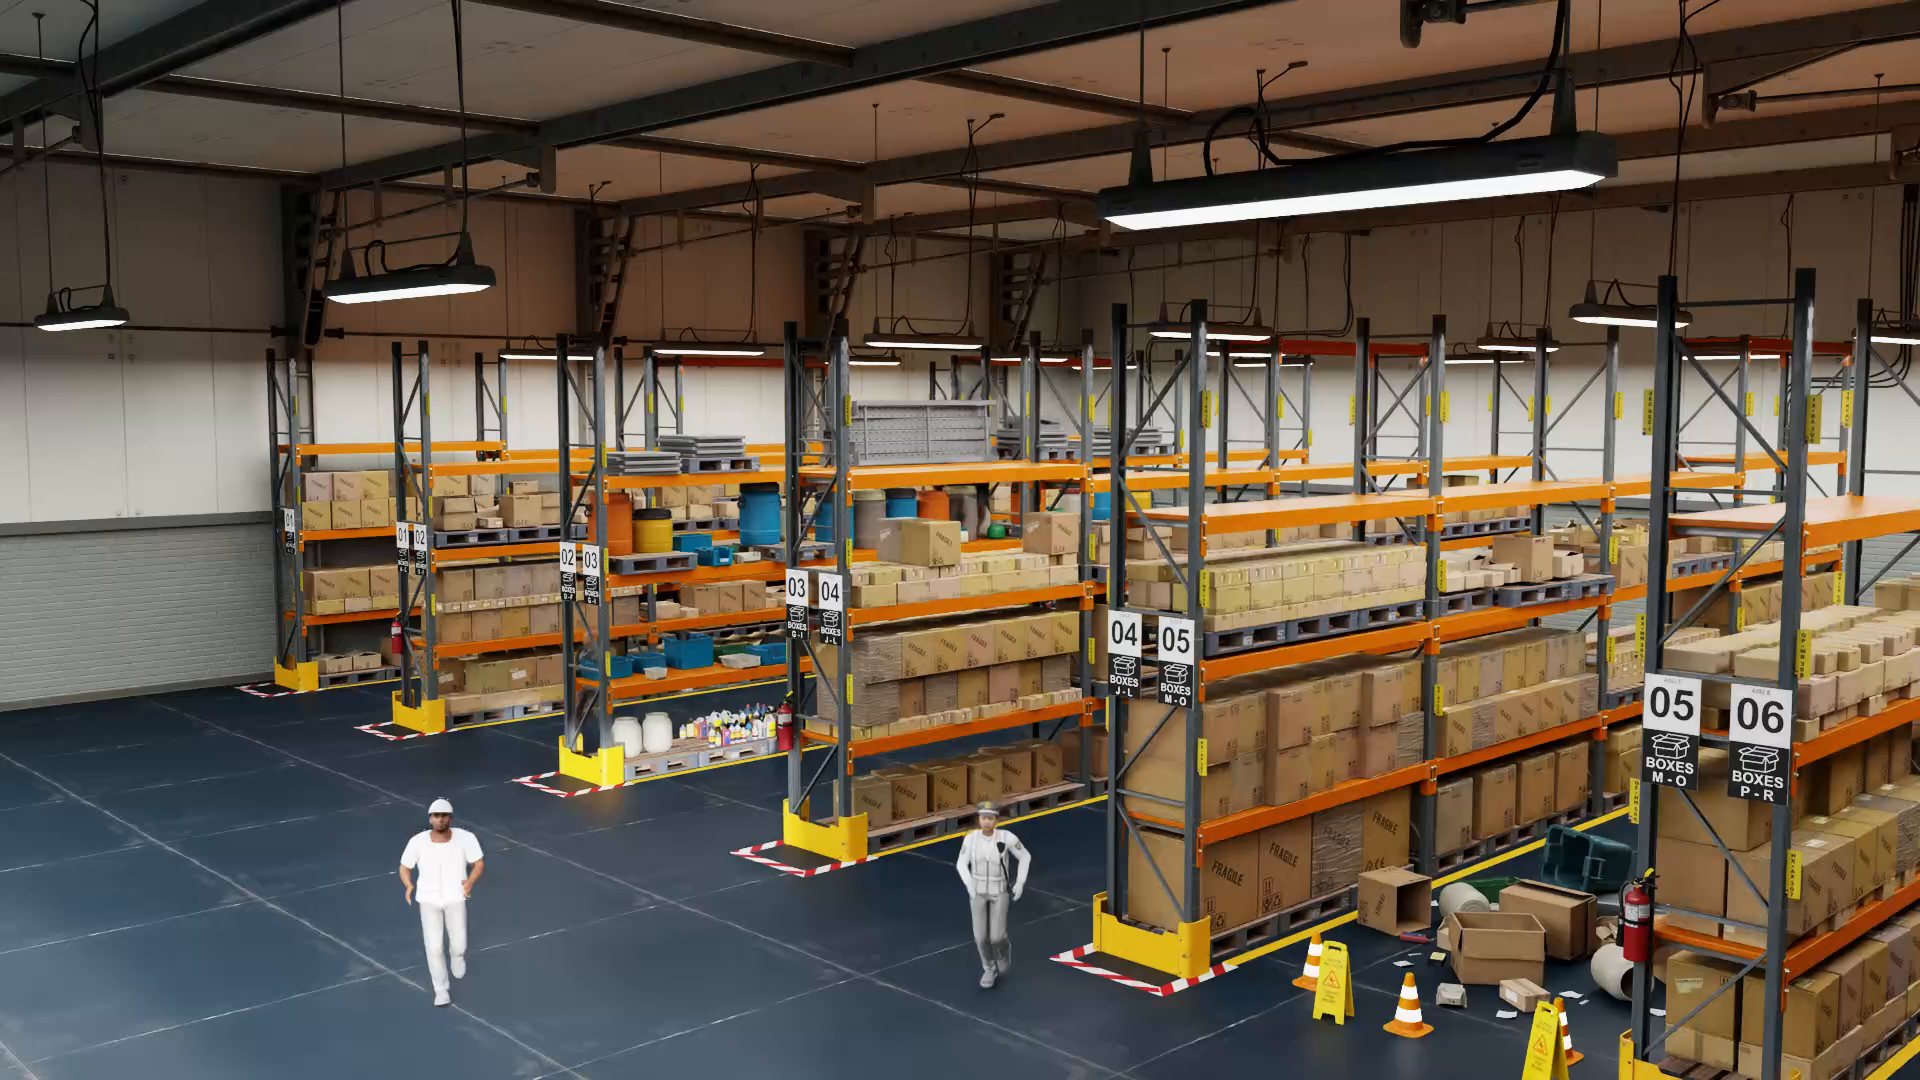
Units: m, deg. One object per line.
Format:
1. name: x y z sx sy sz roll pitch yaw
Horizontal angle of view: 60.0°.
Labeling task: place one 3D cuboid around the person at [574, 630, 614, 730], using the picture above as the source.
1. person: -5.428 2.182 24.338 0.645 1.738 0.916 3 6 31

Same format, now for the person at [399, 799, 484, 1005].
1. person: -4.448 3.072 14.282 0.703 1.721 0.675 -1 5 -15

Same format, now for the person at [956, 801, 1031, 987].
1. person: 0.277 3.087 14.526 0.639 1.655 0.541 1 5 10
